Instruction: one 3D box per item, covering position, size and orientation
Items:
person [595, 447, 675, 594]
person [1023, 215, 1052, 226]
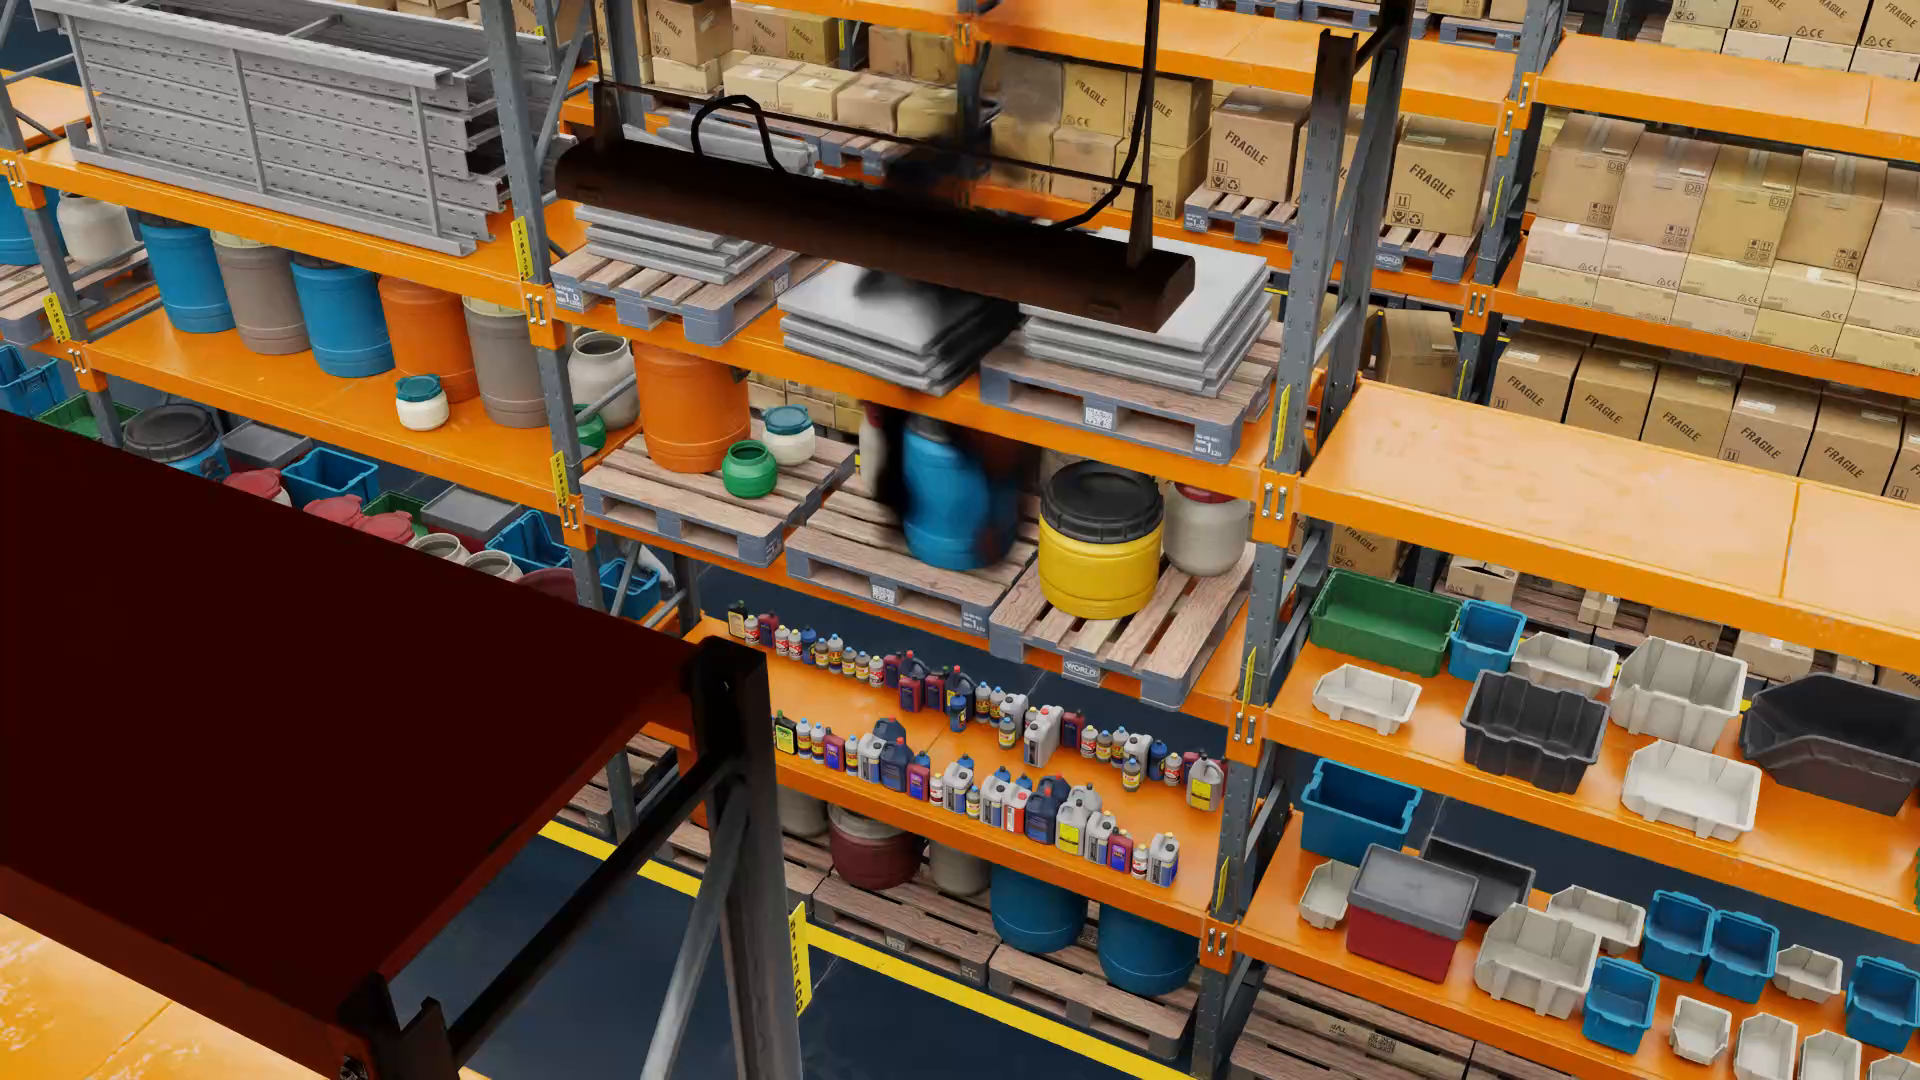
[{"bbox_3d":[-2.698,-0.253,12.681,1.032,1.768,0.675,18,39,23],"label":"person"},{"bbox_3d":[0.761,-2.514,15.922,0.946,1.753,0.681,12,37,17],"label":"person"}]
